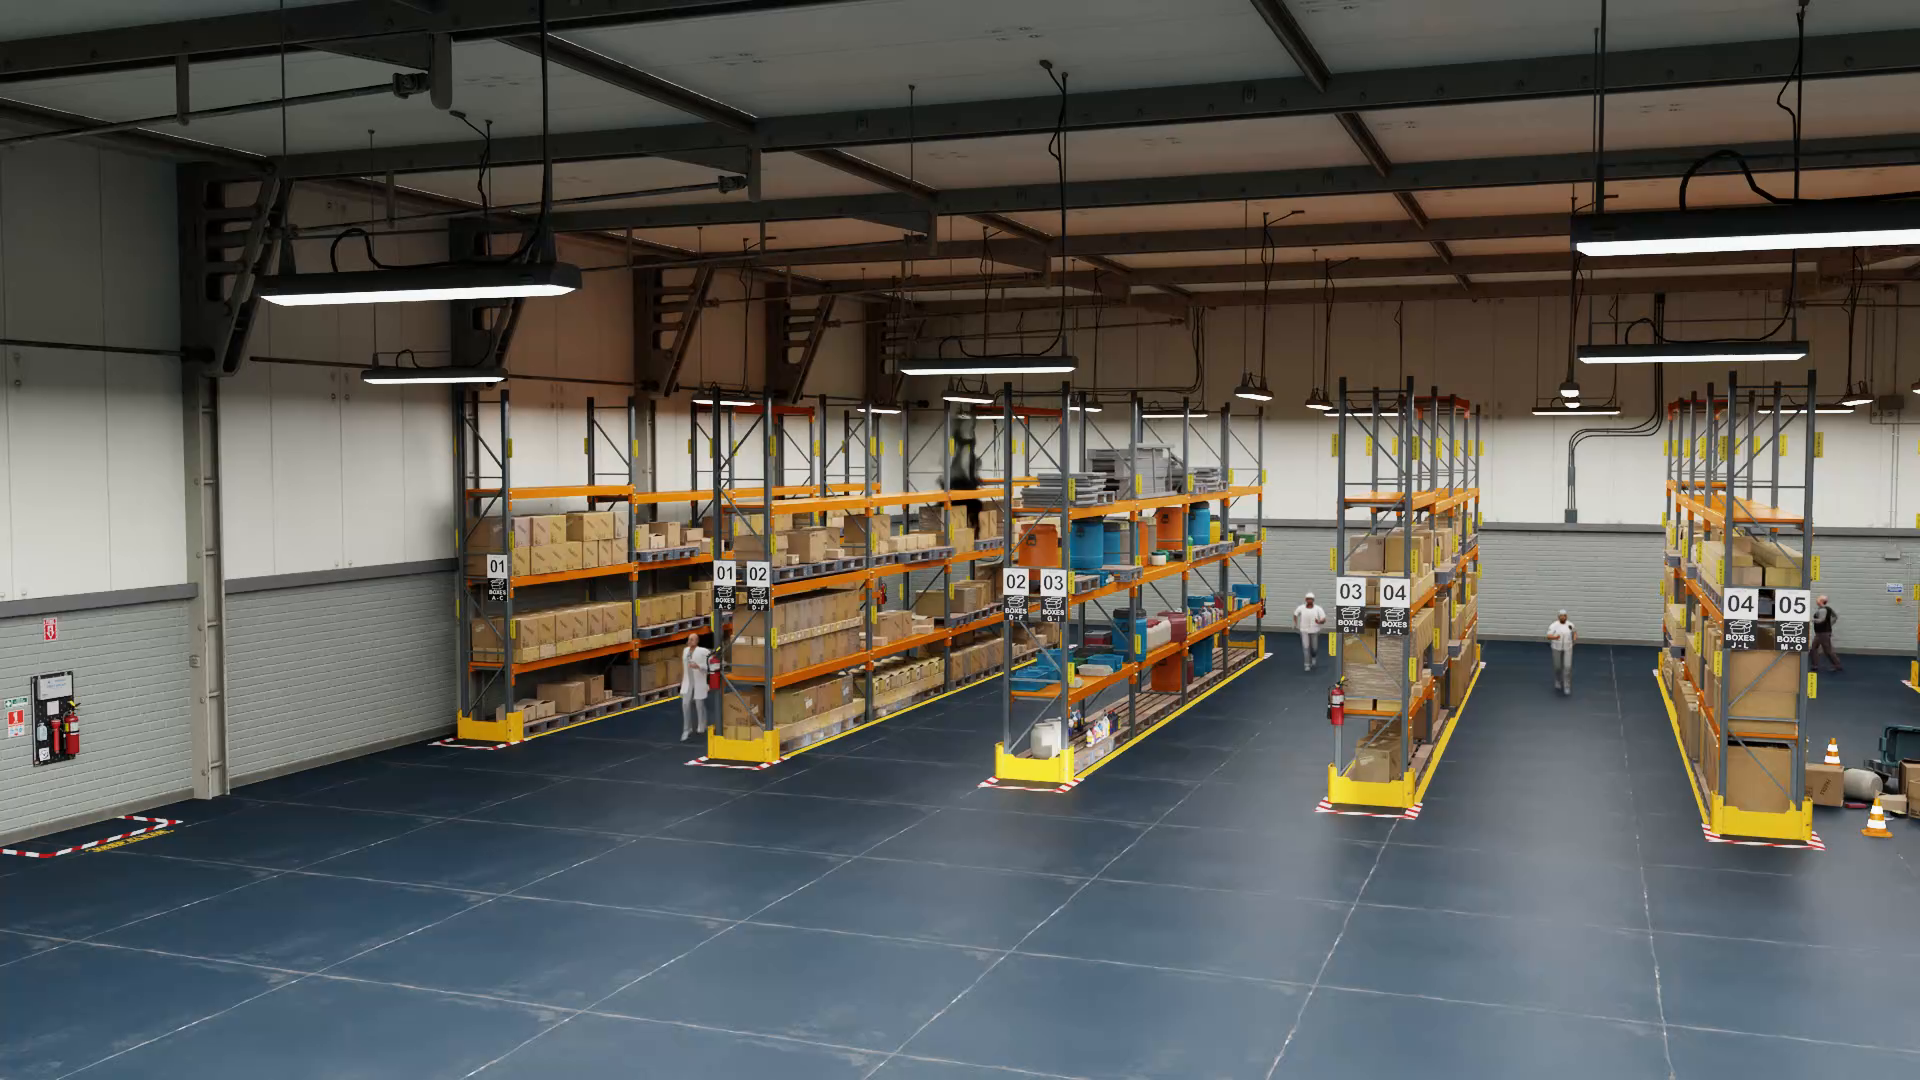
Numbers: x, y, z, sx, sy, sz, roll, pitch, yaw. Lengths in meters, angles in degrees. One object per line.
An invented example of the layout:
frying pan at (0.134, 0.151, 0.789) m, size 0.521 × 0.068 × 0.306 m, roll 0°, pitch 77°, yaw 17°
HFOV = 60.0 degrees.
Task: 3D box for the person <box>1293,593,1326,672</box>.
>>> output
person at (7.865, 2.061, 37.438) m, size 0.713 × 1.747 × 0.932 m, roll 1°, pitch 3°, yaw 11°

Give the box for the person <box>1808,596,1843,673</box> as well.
person at (19.128, 2.130, 36.809) m, size 0.781 × 1.791 × 0.628 m, roll 2°, pitch 4°, yaw 29°

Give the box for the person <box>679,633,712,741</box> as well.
person at (-4.561, 2.538, 28.831) m, size 0.668 × 1.854 × 0.864 m, roll 1°, pitch 3°, yaw 14°

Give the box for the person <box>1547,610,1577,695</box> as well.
person at (12.352, 2.279, 34.122) m, size 0.598 × 1.681 × 0.875 m, roll 1°, pitch 3°, yaw 16°
